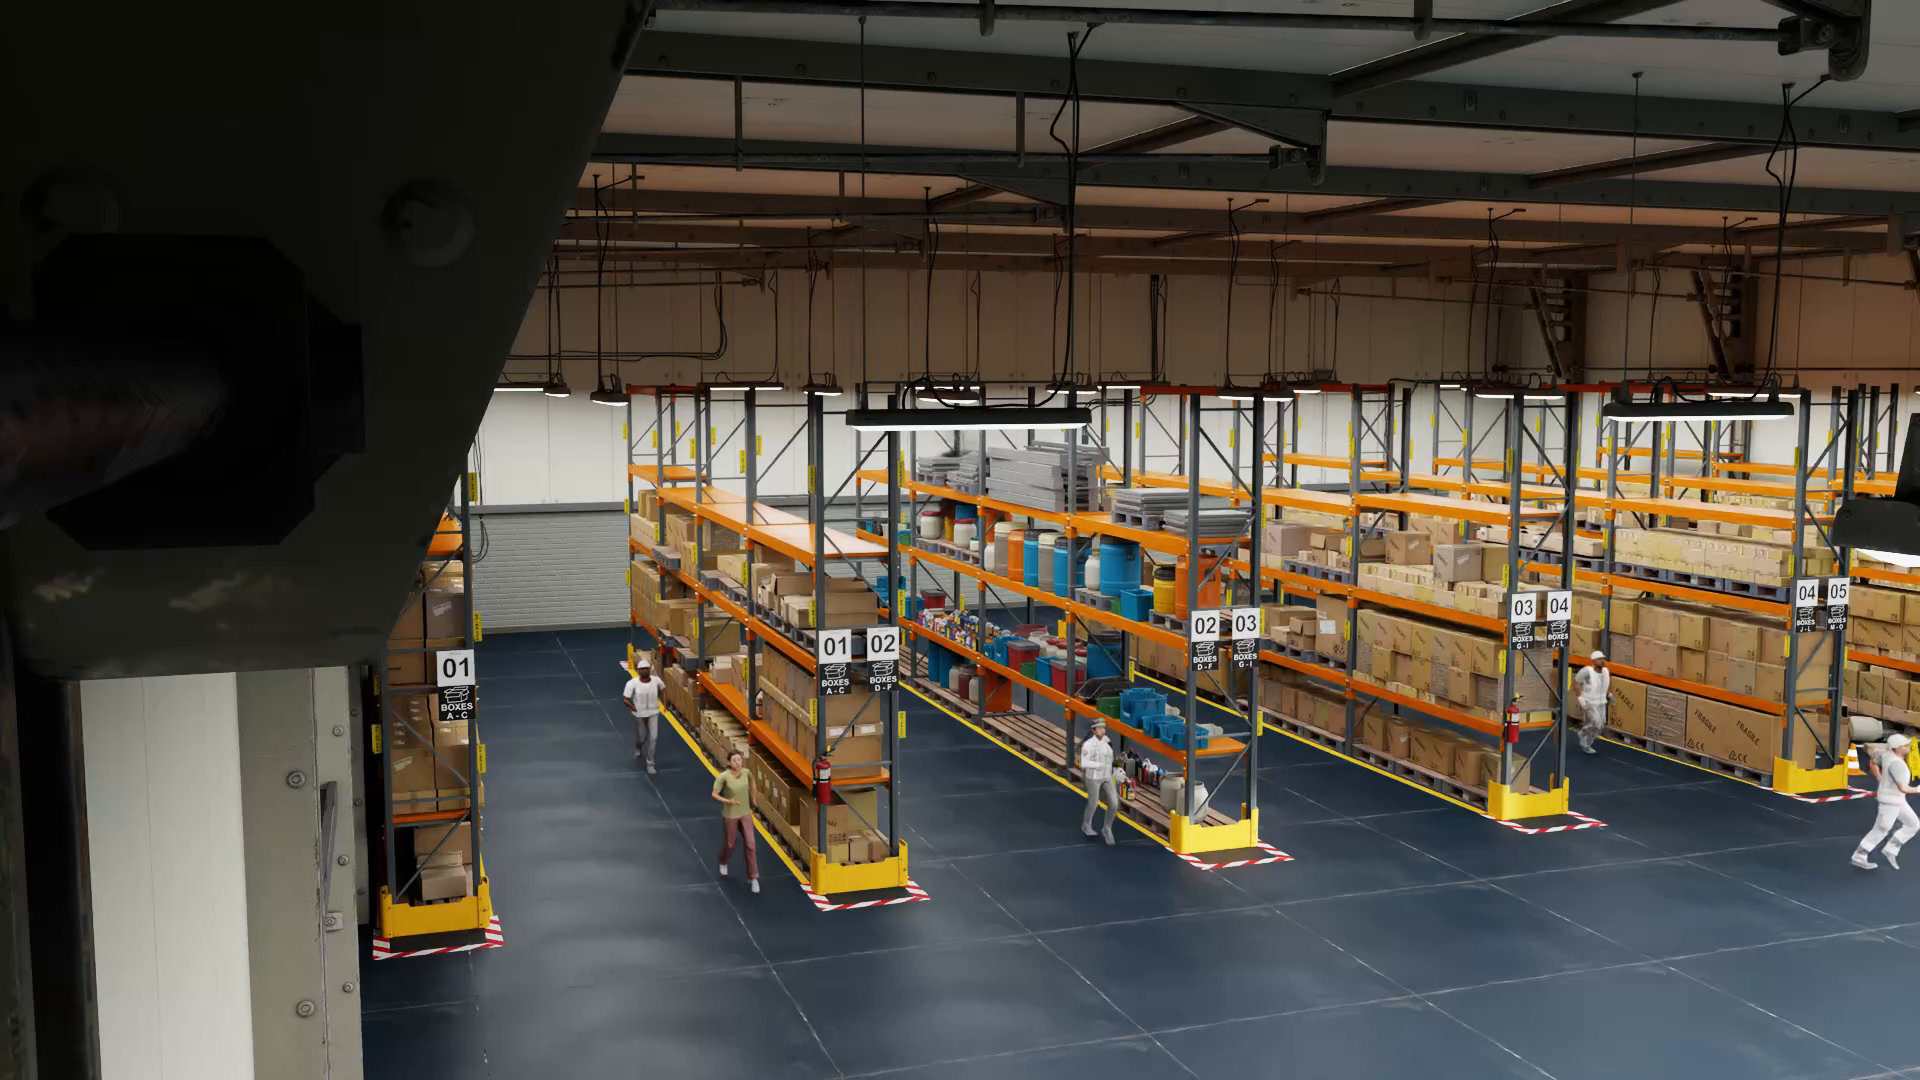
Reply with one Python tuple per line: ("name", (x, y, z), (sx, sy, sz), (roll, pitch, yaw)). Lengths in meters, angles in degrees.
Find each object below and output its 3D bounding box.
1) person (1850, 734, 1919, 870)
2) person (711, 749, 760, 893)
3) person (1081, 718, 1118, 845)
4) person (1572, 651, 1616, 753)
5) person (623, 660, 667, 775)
("person", (11.697, 3.284, 20.856), (0.862, 1.755, 0.679), (3, 7, 26))
("person", (-2.751, 3.394, 20.371), (0.612, 1.700, 0.892), (-3, 7, -26))
("person", (1.862, 3.214, 22.192), (0.590, 1.735, 0.726), (-3, 7, -25))
("person", (10.423, 2.667, 27.247), (0.631, 1.715, 0.601), (-2, 6, -21))
("person", (-4.952, 2.763, 26.272), (0.712, 1.754, 0.932), (-2, 6, -19))
